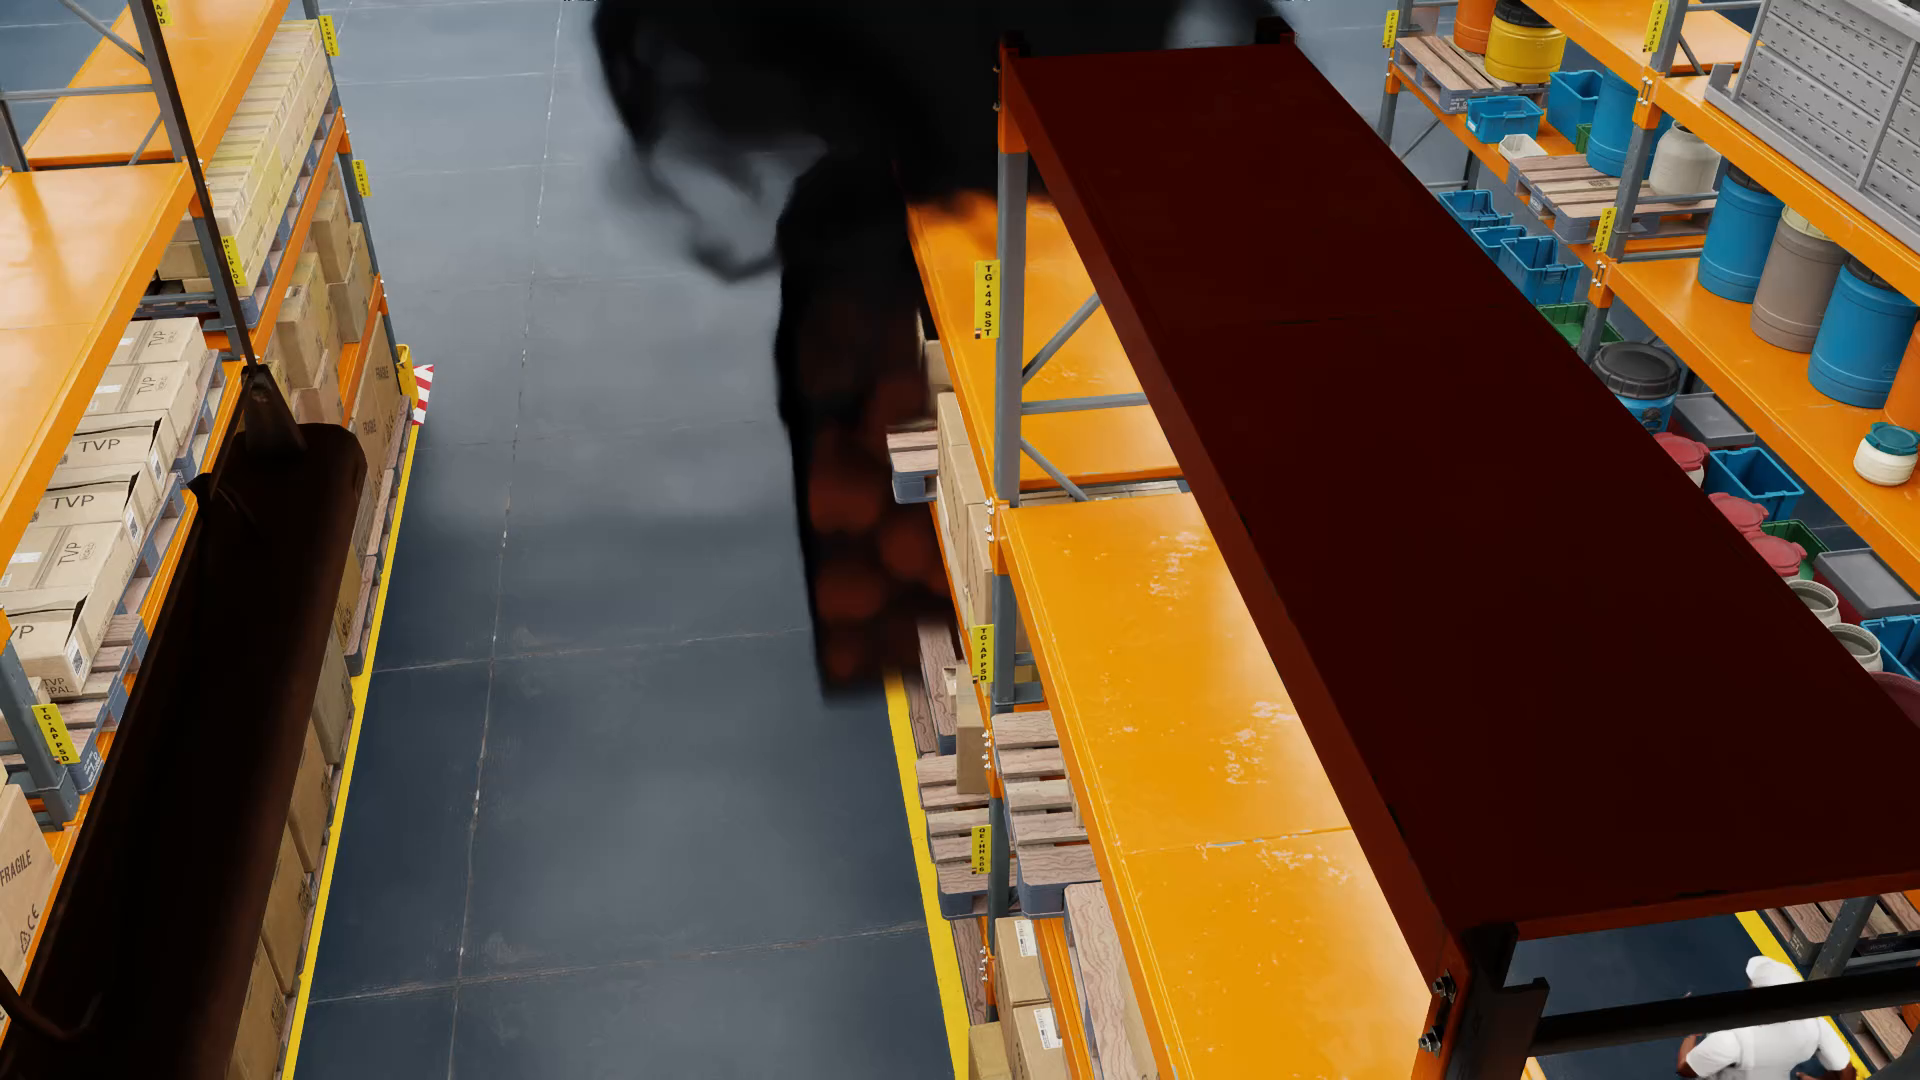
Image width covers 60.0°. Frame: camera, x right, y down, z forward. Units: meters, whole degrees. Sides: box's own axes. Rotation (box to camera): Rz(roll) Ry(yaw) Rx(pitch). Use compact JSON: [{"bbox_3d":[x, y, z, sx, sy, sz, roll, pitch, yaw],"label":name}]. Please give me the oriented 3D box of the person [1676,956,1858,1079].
[{"bbox_3d":[3.674,2.660,7.896,0.697,1.800,0.940,-11,38,-15],"label":"person"}]
